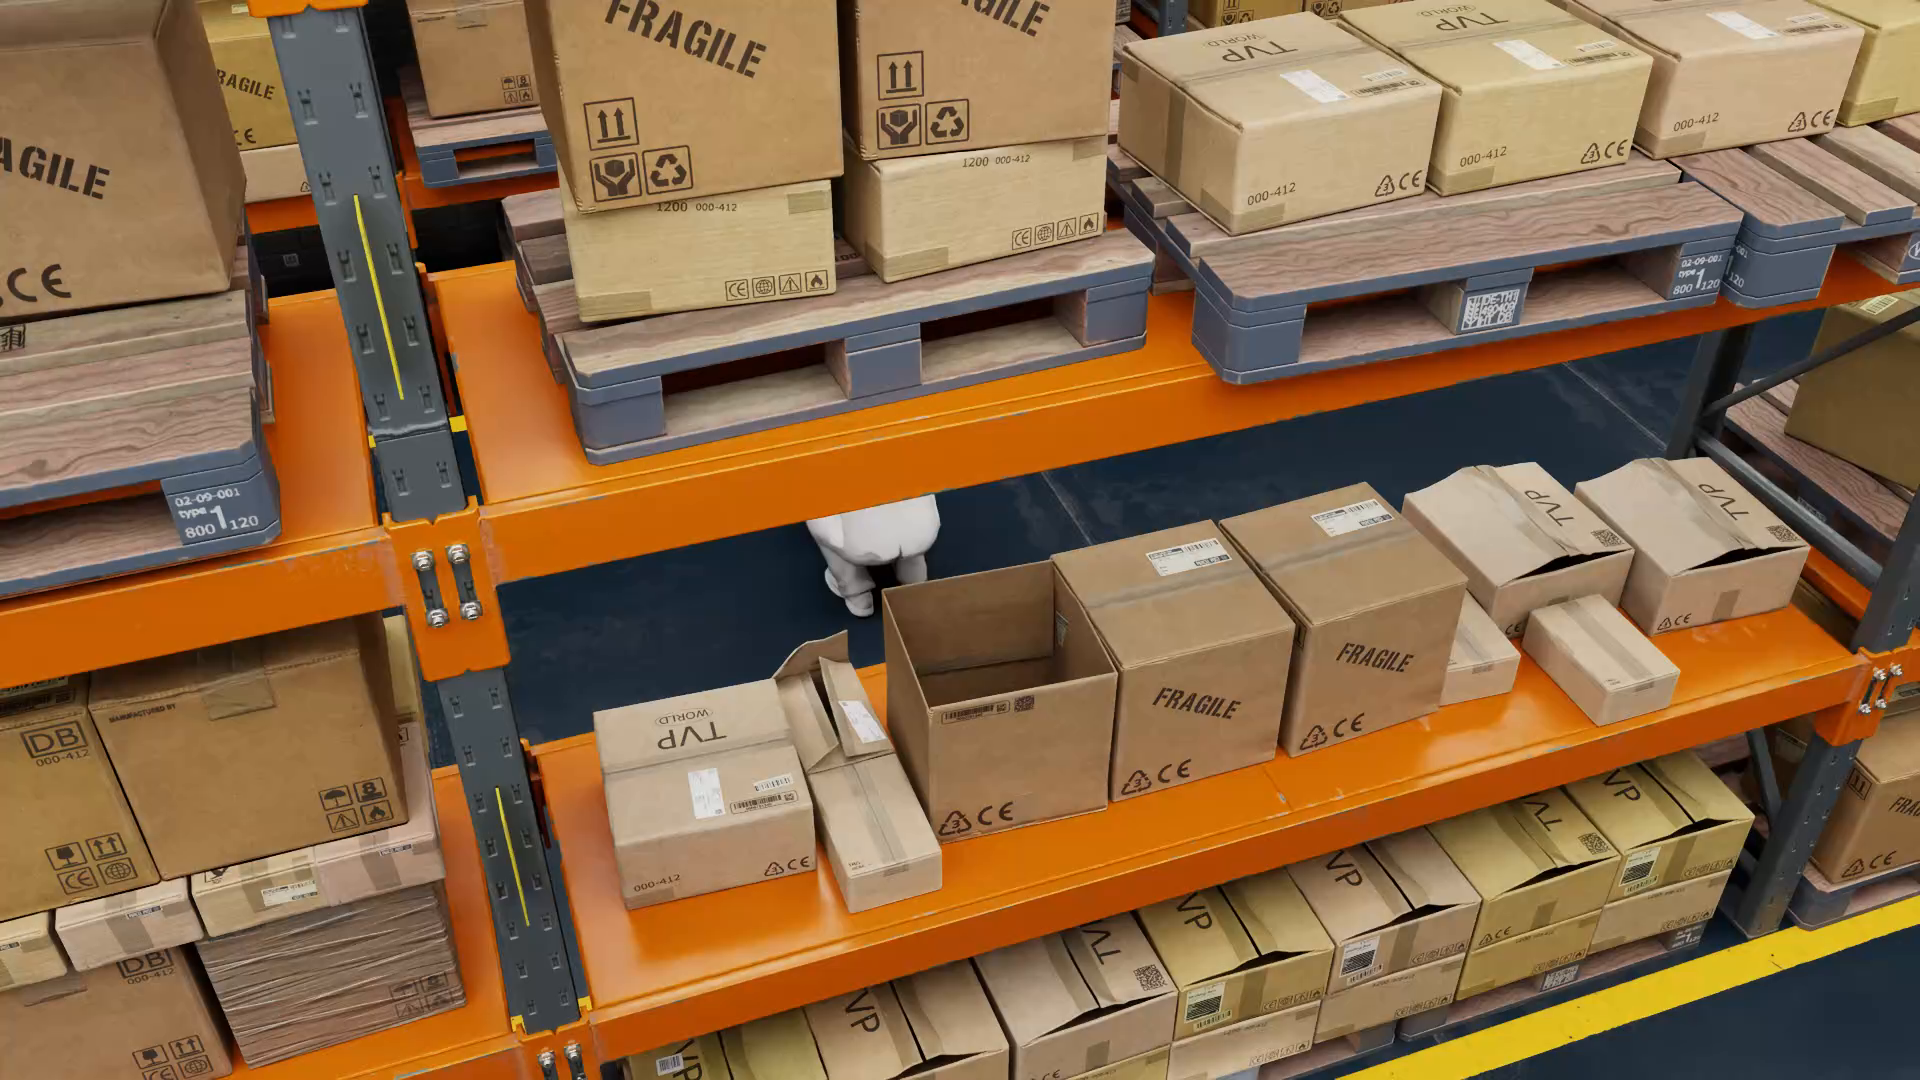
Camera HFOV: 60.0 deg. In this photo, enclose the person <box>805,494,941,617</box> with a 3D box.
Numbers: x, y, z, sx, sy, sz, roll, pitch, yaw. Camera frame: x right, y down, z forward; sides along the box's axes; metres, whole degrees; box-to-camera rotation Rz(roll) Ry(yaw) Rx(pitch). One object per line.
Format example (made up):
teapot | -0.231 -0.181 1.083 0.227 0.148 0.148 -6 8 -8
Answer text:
person | -0.416 -0.220 7.202 0.597 0.878 0.900 -12 39 -16
